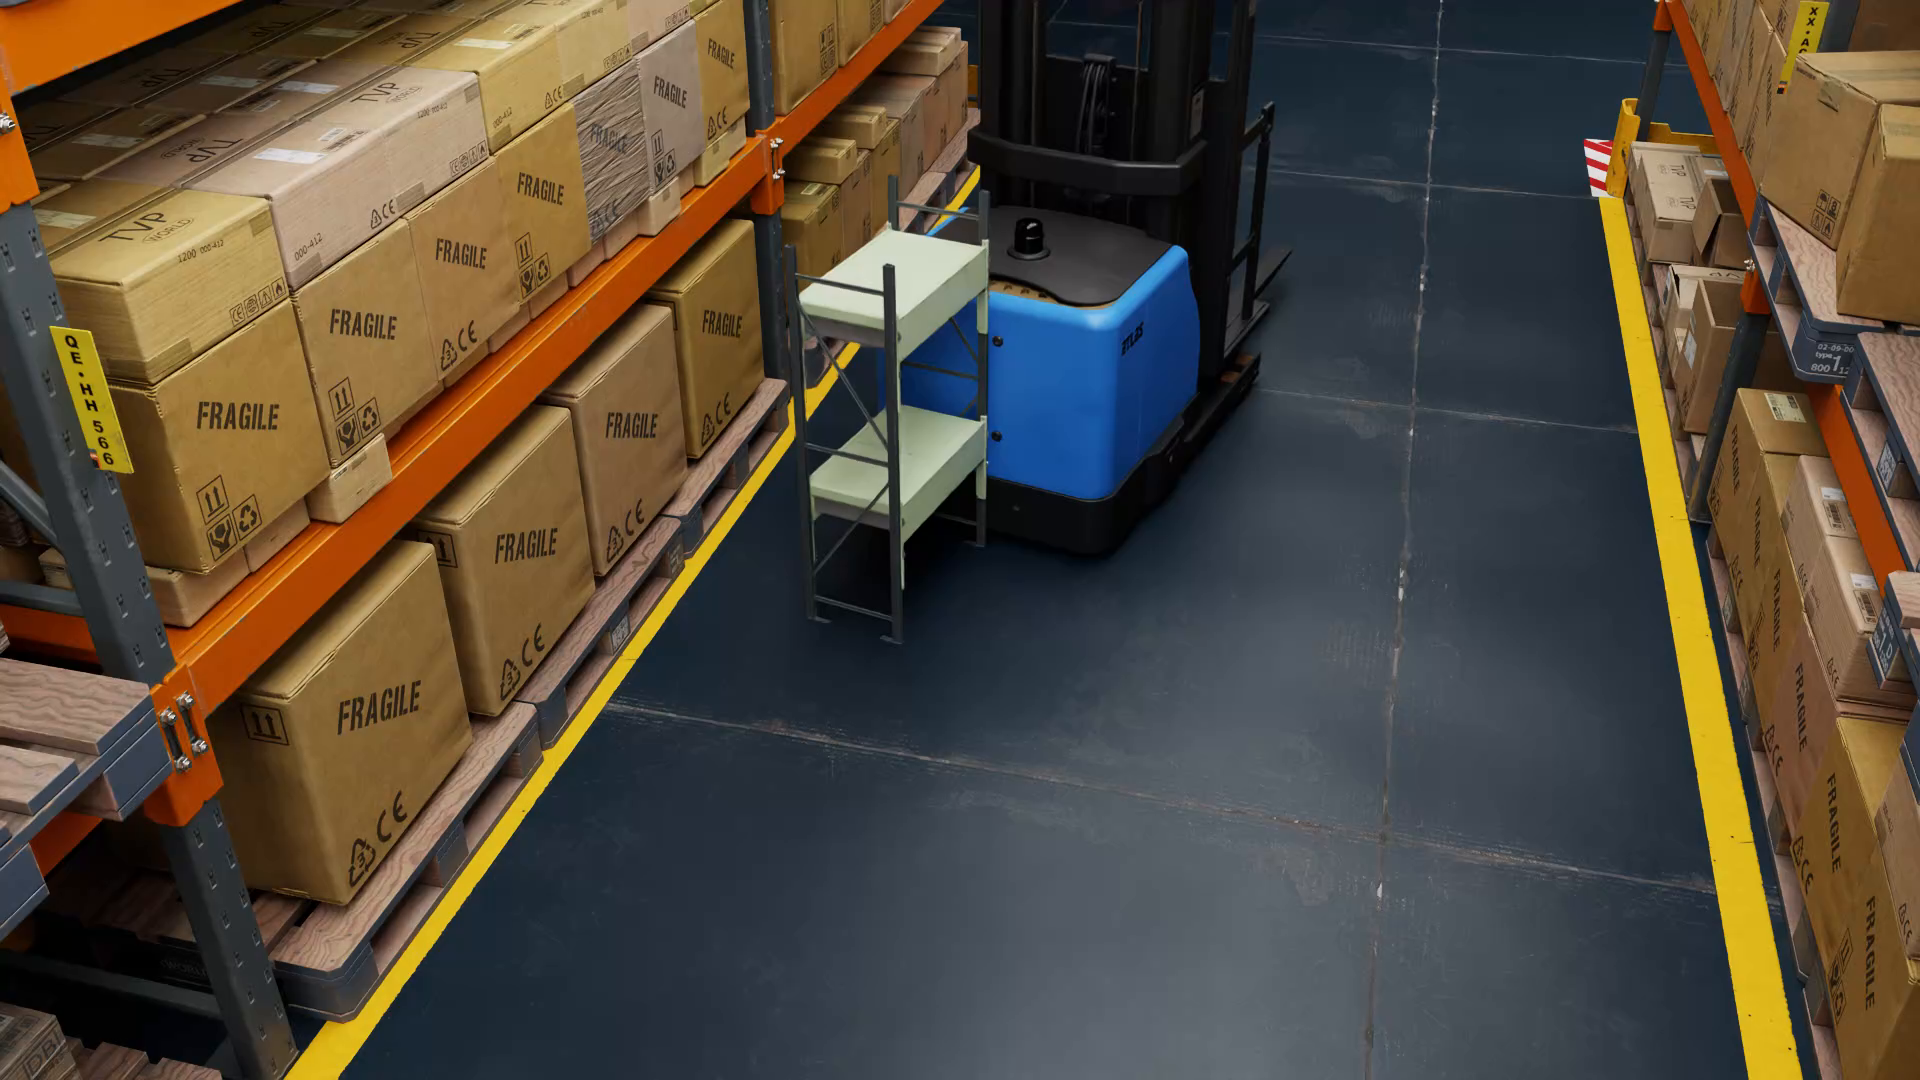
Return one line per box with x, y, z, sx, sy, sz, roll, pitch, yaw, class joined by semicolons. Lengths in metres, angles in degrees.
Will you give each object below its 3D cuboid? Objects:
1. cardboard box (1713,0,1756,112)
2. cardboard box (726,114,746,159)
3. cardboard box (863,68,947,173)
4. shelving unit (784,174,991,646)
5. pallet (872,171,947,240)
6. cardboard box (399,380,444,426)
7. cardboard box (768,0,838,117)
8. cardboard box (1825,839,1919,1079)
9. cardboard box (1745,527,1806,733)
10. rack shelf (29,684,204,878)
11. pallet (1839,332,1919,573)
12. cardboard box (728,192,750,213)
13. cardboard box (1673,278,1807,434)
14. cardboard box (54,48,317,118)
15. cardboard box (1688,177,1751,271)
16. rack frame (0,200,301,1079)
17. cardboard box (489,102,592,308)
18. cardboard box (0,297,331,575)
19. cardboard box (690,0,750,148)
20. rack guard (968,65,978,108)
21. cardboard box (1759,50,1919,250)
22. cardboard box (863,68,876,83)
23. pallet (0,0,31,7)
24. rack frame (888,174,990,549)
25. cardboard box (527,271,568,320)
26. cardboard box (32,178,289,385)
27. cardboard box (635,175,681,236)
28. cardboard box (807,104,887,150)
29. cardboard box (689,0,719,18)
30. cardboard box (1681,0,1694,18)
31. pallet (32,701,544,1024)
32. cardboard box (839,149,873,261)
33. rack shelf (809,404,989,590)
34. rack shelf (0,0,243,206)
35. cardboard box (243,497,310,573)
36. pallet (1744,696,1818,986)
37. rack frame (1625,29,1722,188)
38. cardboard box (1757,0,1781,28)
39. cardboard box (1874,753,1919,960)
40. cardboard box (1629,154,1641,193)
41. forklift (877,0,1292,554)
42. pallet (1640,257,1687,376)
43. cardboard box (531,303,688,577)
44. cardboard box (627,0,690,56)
3.644;-2.171;7.275;0.500;0.500;0.500;9;33;13;cardboard box
-1.097;-1.660;6.781;0.380;0.149;0.250;8;33;13;cardboard box
-0.478;-2.534;9.878;0.700;0.500;0.500;8;33;12;cardboard box
-0.236;-0.470;6.092;0.431;1.500;0.755;14;35;21;shelving unit
-0.709;-1.814;9.407;1.003;0.211;1.213;8;33;12;pallet
-1.769;-0.477;4.920;0.380;0.149;0.250;9;33;13;cardboard box
-1.131;-2.378;7.415;0.980;0.700;0.700;9;33;13;cardboard box
2.503;1.128;4.099;0.500;0.500;0.500;9;34;14;cardboard box
2.890;0.324;5.364;0.500;0.500;0.500;8;33;13;cardboard box
-2.808;1.445;2.351;1.077;0.370;4.000;8;33;12;rack shelf
2.982;-0.153;4.373;1.003;0.211;1.213;8;33;12;pallet
-1.225;-1.694;7.953;0.380;0.149;0.250;8;33;12;cardboard box
3.378;-0.765;7.077;0.500;0.500;0.500;8;33;12;cardboard box
-2.167;-1.194;4.743;0.500;0.250;0.500;7;33;11;cardboard box
3.979;-1.407;8.085;0.797;0.503;0.637;8;33;12;cardboard box
-2.300;0.104;3.791;1.000;3.000;0.127;8;33;12;rack frame
-1.536;-1.089;5.278;0.500;0.500;0.500;9;34;14;cardboard box
-1.929;-0.290;4.021;0.500;0.500;0.500;9;34;14;cardboard box
-1.158;-1.874;6.513;0.500;0.500;0.500;8;33;12;cardboard box
-0.264;-3.005;11.011;1.175;0.500;0.348;8;33;12;rack guard
3.171;-1.304;5.520;0.700;0.500;0.500;-3;33;-4;cardboard box
-0.704;-2.766;9.639;0.380;0.149;0.250;8;33;13;cardboard box
-2.188;-1.424;3.574;1.213;0.211;1.003;10;34;15;pallet
-0.078;-0.647;6.370;0.400;1.500;0.023;14;35;21;rack frame
-1.540;-0.871;5.539;0.380;0.149;0.250;9;34;14;cardboard box
-1.928;-0.604;3.817;0.500;0.250;0.500;9;33;14;cardboard box
-1.258;-1.253;6.140;0.380;0.149;0.250;8;33;12;cardboard box
-0.600;-2.166;8.695;0.380;0.149;0.250;7;33;11;cardboard box
-1.156;-2.187;6.307;0.500;0.250;0.500;9;33;14;cardboard box
4.029;-2.955;8.508;0.500;0.500;0.500;8;33;12;cardboard box
-2.027;0.882;5.166;1.003;0.211;1.213;8;33;12;pallet
-0.865;-1.729;8.612;0.700;0.500;0.500;8;33;12;cardboard box
-0.236;-0.195;6.267;0.431;0.370;0.720;14;35;21;rack shelf
-1.792;-1.896;4.812;1.077;0.370;4.000;8;33;12;rack shelf
-1.920;-0.068;4.276;0.380;0.149;0.250;8;33;13;cardboard box
3.030;0.940;5.075;1.003;0.211;1.213;8;33;12;pallet
4.523;-3.375;9.263;1.000;3.000;0.127;8;33;12;rack frame
3.513;-2.328;6.590;0.500;0.500;0.500;7;33;11;cardboard box
2.513;0.782;3.945;0.500;0.250;0.500;9;34;14;cardboard box
4.021;-2.065;9.433;0.380;0.166;0.250;8;33;12;cardboard box
0.768;-1.954;7.092;1.130;2.935;3.031;15;35;22;forklift
3.990;-1.114;8.306;1.003;0.211;1.213;8;33;12;pallet
-1.547;-0.425;6.235;0.750;0.750;0.750;9;34;14;cardboard box
-1.295;-1.923;5.891;0.500;0.250;0.500;9;33;13;cardboard box
